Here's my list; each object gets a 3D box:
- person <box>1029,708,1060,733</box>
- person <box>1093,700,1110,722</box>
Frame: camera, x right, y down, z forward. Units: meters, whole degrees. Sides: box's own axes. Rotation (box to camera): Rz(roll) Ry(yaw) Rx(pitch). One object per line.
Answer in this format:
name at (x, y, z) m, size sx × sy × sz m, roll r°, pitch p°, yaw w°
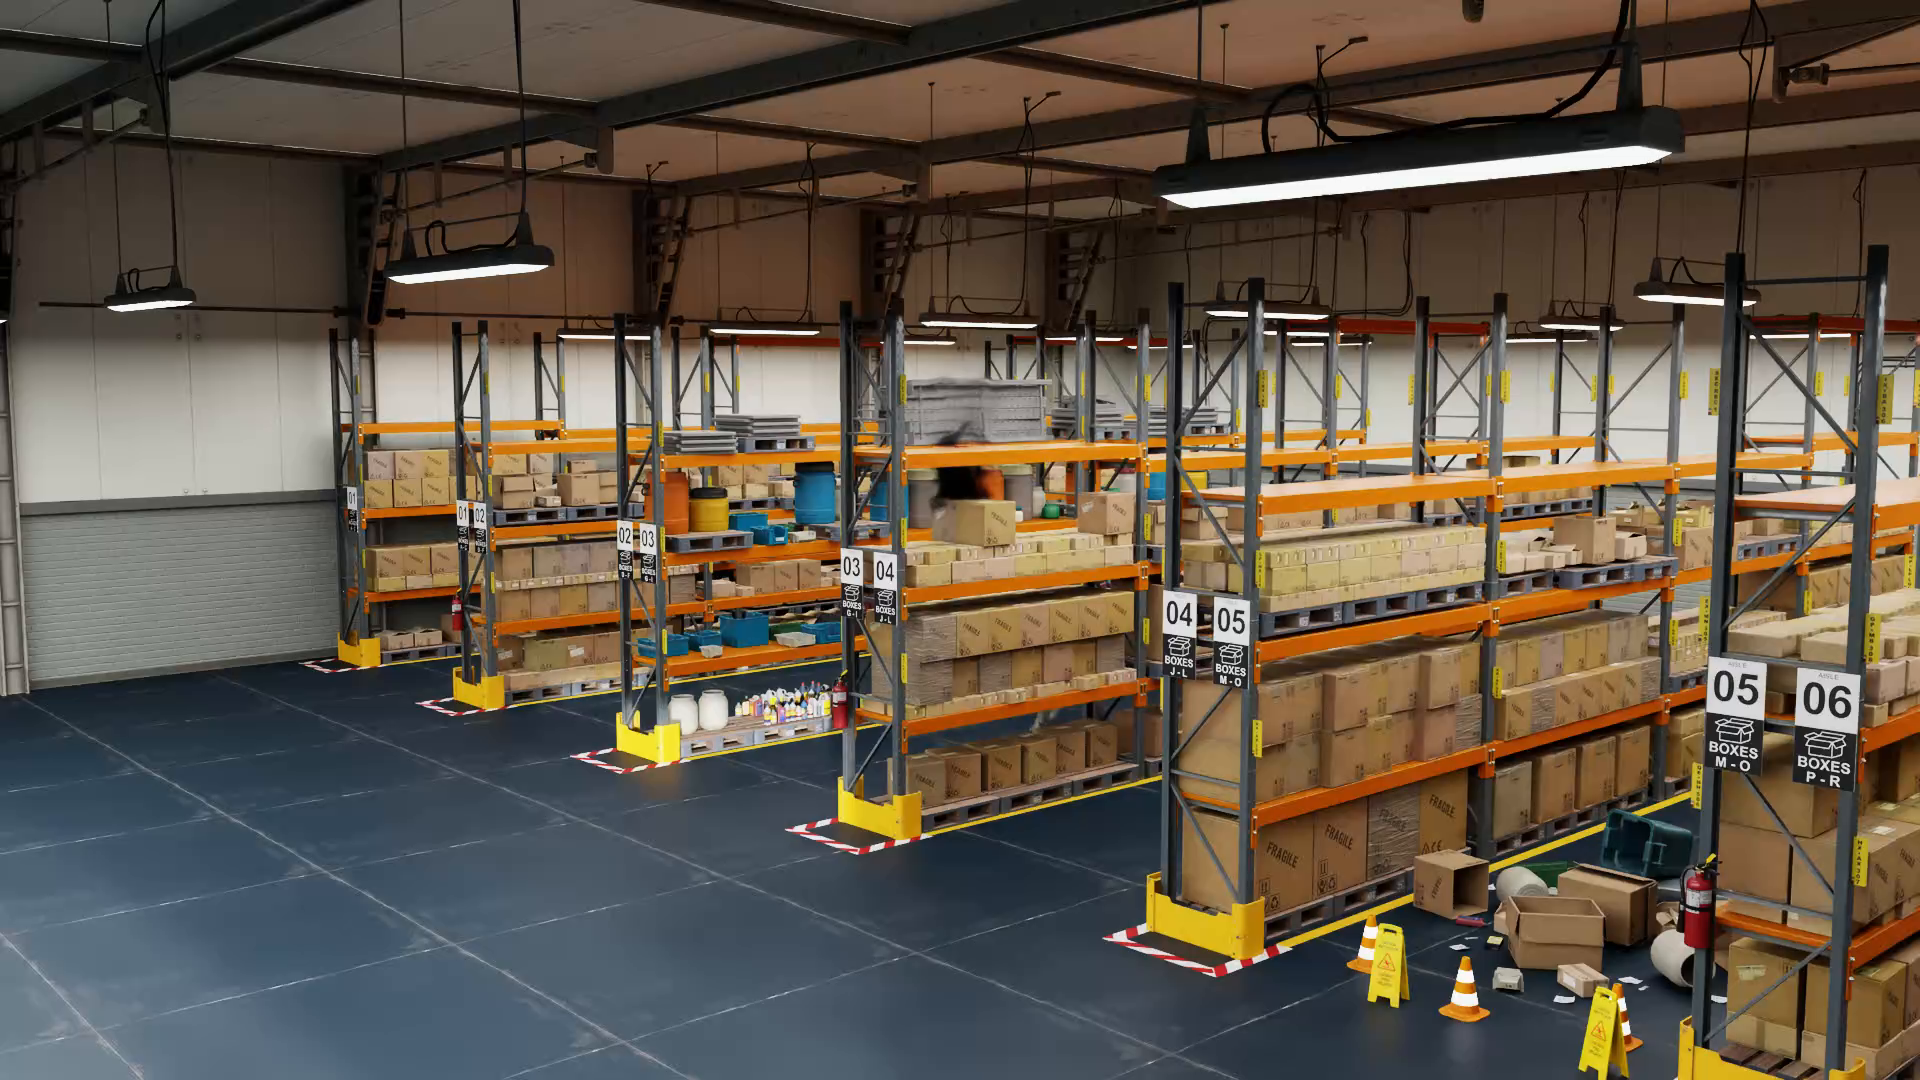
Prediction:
person at (1.244, 1.865, 24.148) m, size 0.663 × 1.744 × 0.990 m, roll 4°, pitch 7°, yaw 33°
person at (1.894, 1.952, 23.553) m, size 0.807 × 1.821 × 0.677 m, roll -5°, pitch 8°, yaw -42°
